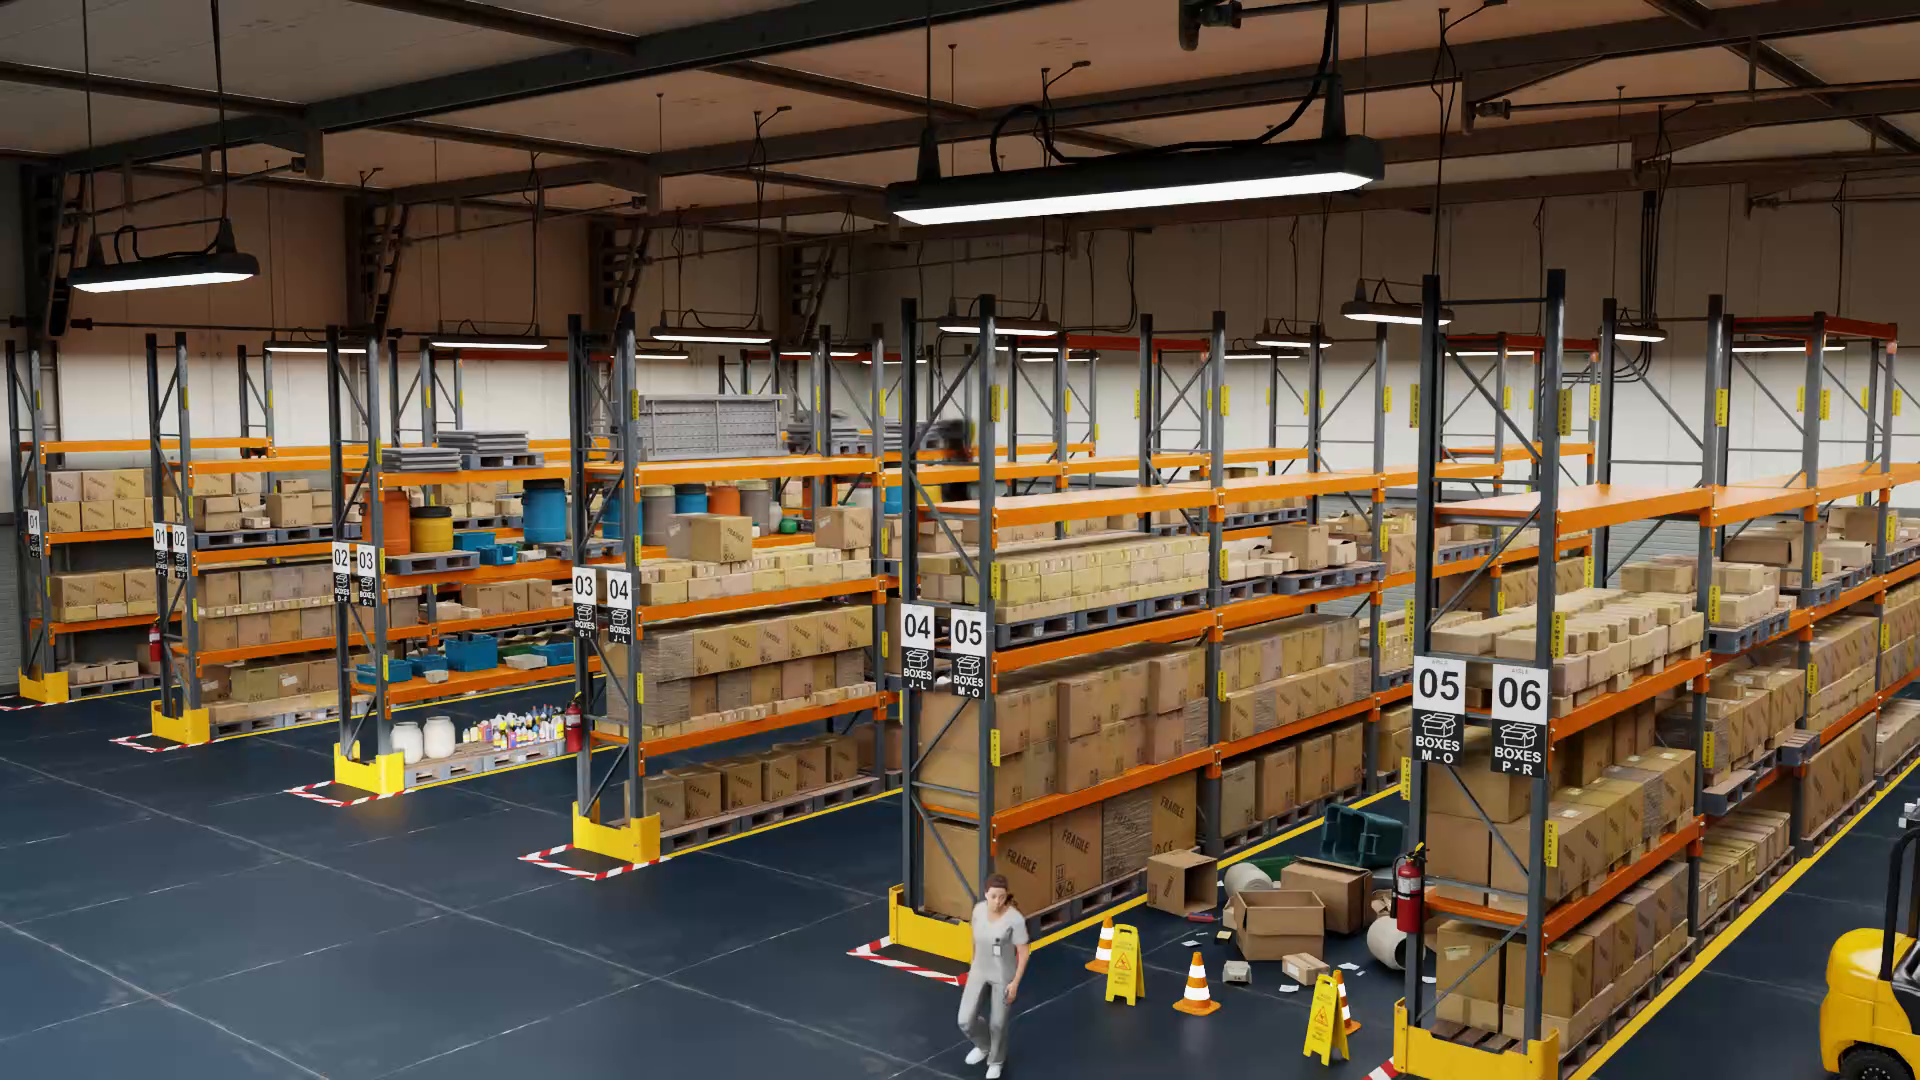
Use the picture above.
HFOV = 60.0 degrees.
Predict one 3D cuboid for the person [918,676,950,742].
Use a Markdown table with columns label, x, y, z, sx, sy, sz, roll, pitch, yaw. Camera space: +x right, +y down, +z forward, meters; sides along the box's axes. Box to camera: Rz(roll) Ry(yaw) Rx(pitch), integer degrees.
| label | x | y | z | sx | sy | sz | roll | pitch | yaw |
| --- | --- | --- | --- | --- | --- | --- | --- | --- | --- |
| person | -0.138 | 2.504 | 20.369 | 0.683 | 1.740 | 0.839 | -2 | 5 | -18 |

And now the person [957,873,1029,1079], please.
| label | x | y | z | sx | sy | sz | roll | pitch | yaw |
| --- | --- | --- | --- | --- | --- | --- | --- | --- | --- |
| person | 0.272 | 3.246 | 12.365 | 0.562 | 1.632 | 0.609 | 2 | 5 | 20 |
